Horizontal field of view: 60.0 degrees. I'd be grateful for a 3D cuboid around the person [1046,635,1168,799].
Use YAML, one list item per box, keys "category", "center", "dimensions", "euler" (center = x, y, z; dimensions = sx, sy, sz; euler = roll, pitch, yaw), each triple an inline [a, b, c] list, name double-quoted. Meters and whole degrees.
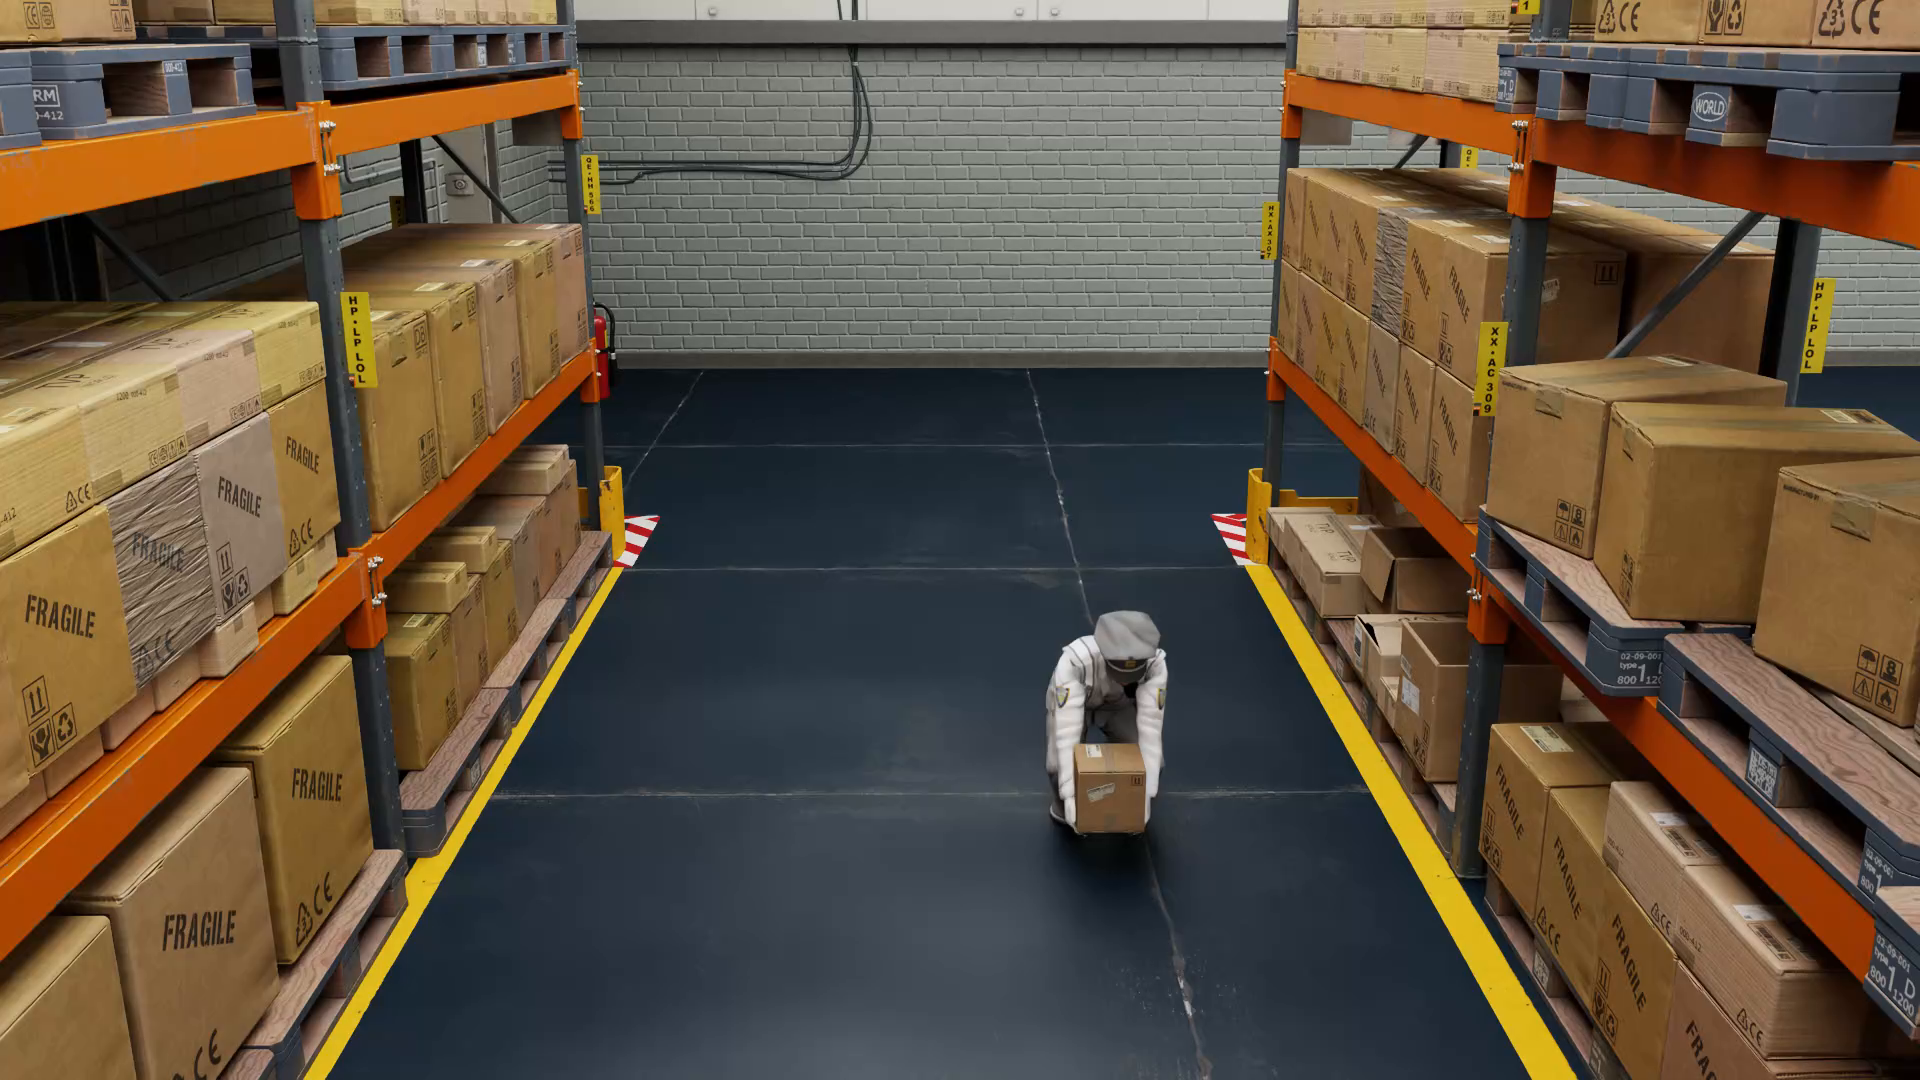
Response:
- category: "person"
  center: [0.578, 0.615, 6.543]
  dimensions: [0.443, 0.577, 0.744]
  euler: [-1, 17, -2]
